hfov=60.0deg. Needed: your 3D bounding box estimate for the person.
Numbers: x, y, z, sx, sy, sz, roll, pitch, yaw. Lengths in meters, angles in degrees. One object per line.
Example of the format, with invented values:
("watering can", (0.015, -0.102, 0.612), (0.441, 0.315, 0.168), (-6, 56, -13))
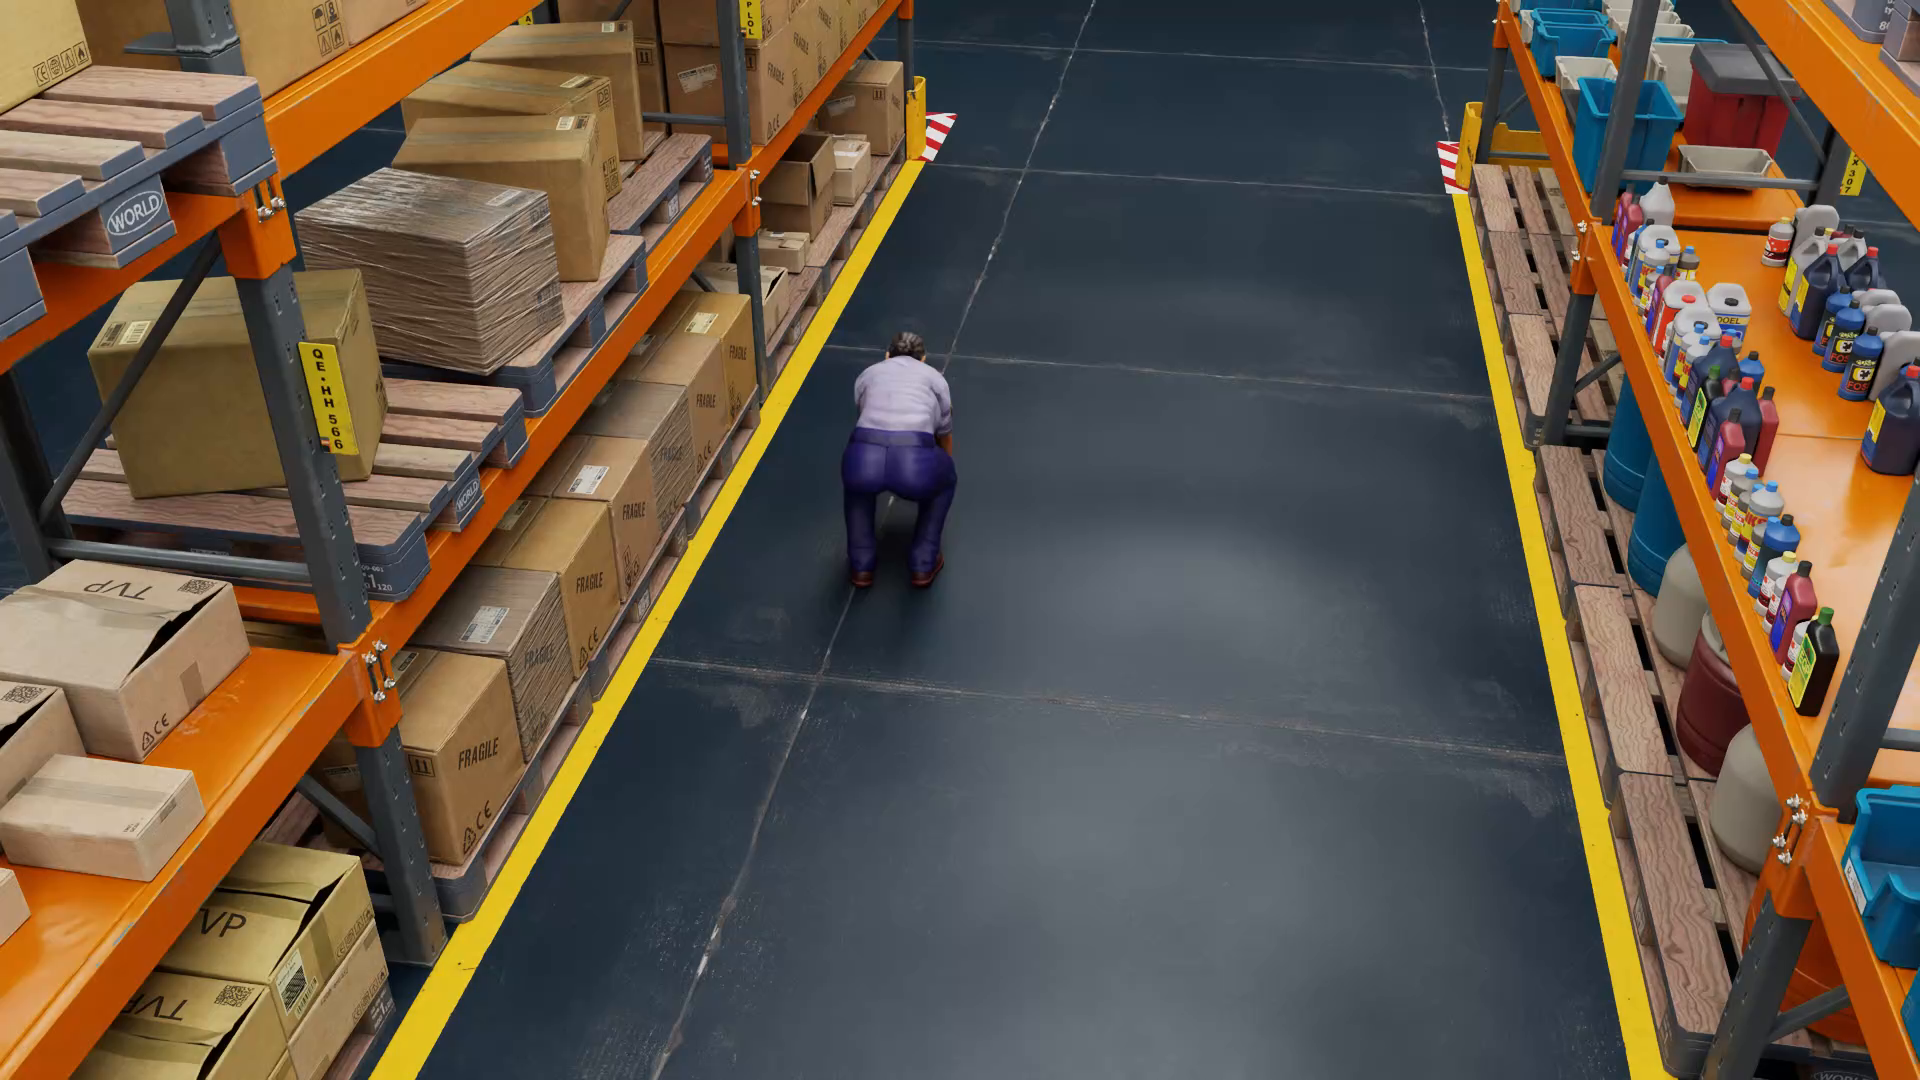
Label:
("person", (-0.270, -0.325, 7.300), (0.514, 0.964, 0.889), (4, 33, 6))
